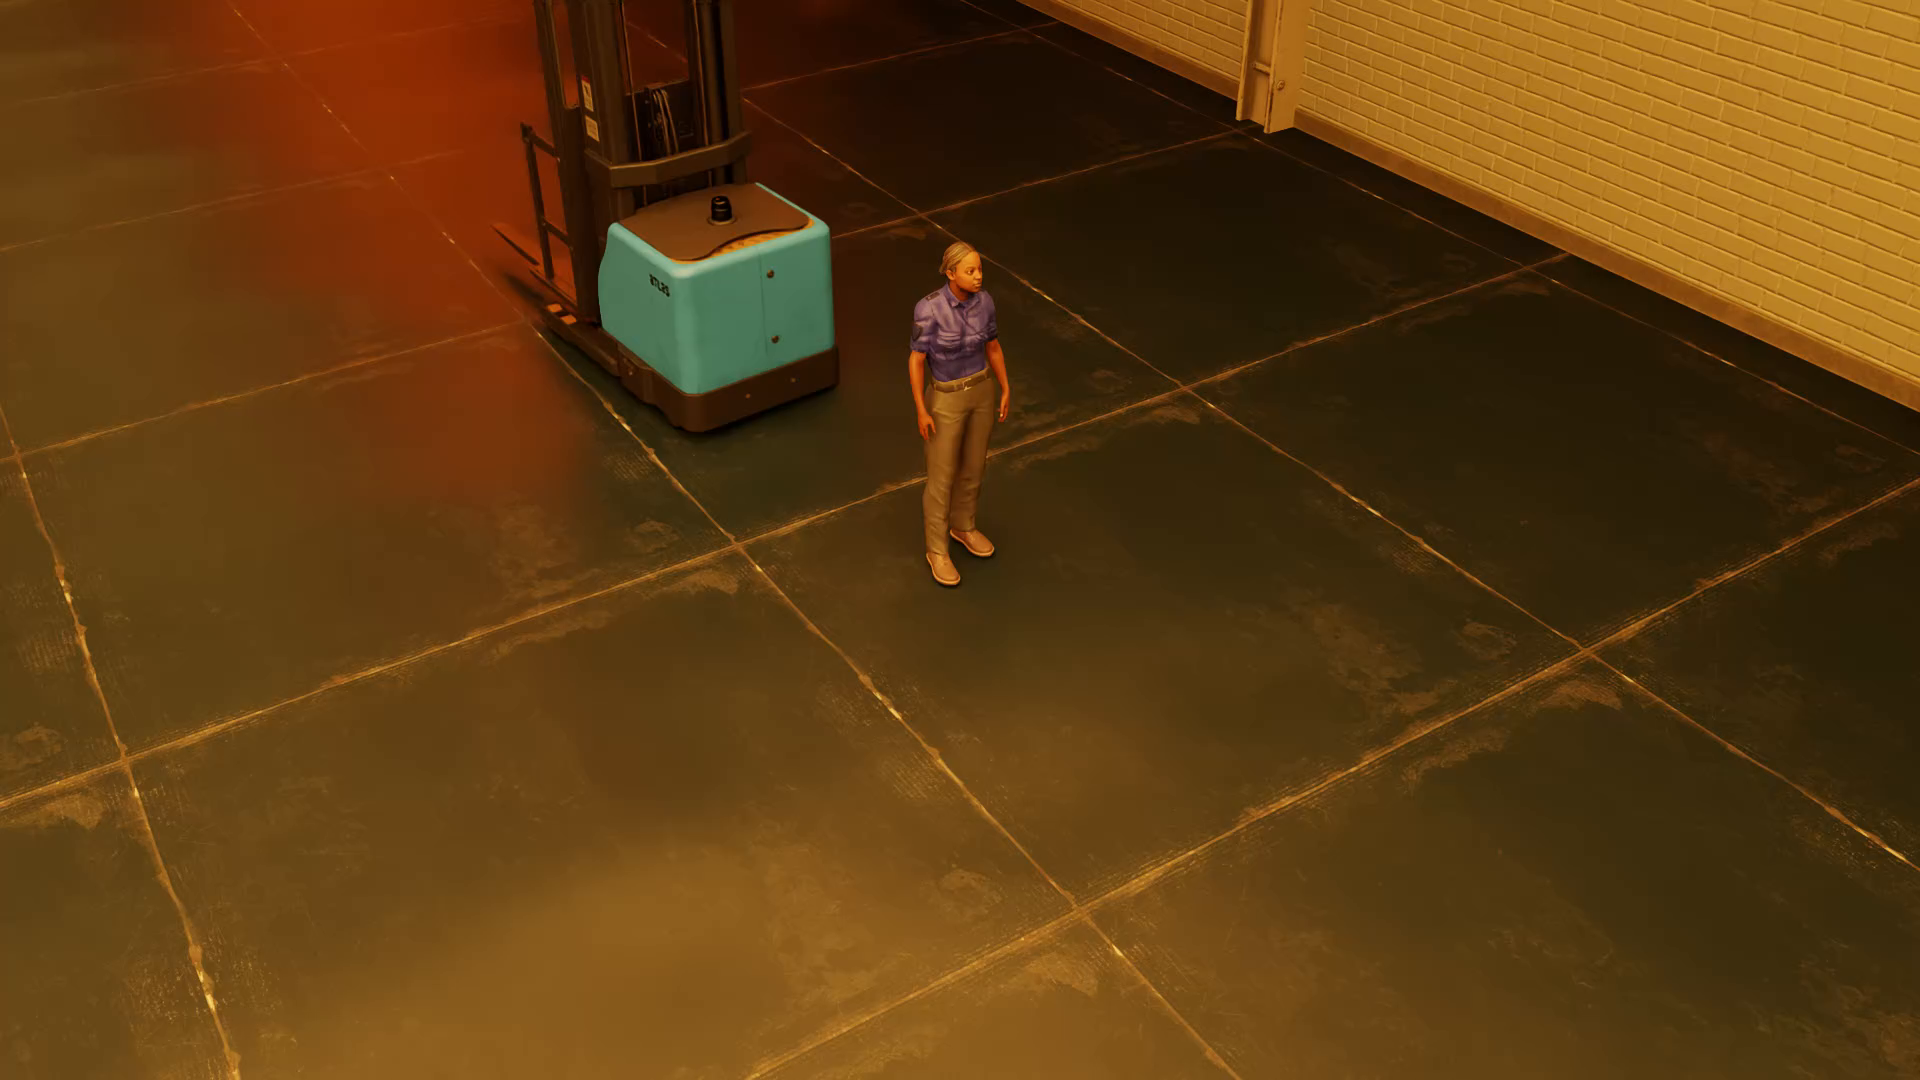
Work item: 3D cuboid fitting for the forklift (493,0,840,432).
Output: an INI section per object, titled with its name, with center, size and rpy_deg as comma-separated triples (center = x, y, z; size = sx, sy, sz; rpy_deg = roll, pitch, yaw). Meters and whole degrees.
[forklift]
center = -2.013, -2.602, 9.851
size = 1.130, 2.935, 3.031
rpy_deg = -24, 42, -30

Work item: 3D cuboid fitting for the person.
[person]
center = 0.031, -0.634, 8.149
size = 0.569, 1.654, 0.504
rpy_deg = -21, 40, -27
